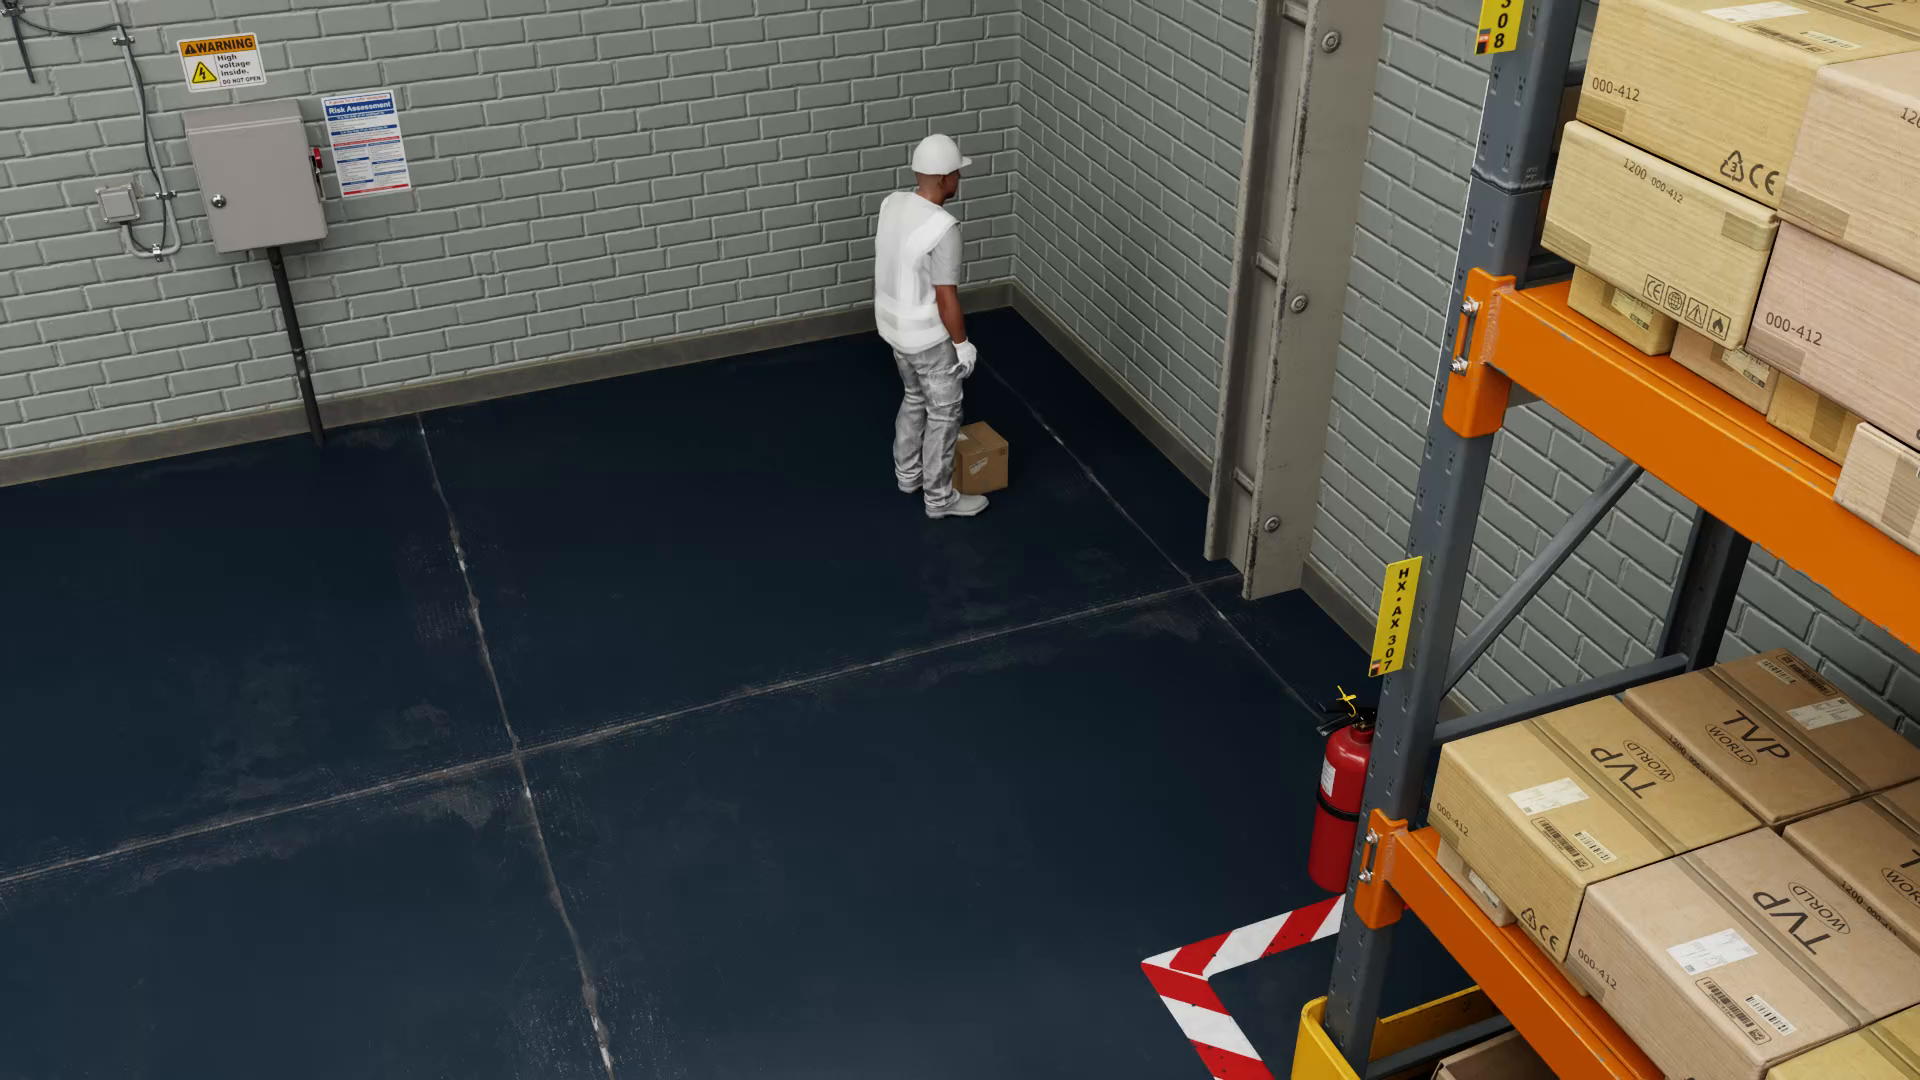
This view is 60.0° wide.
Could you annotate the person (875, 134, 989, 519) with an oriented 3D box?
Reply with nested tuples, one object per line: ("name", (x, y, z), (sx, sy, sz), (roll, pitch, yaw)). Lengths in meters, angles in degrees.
("person", (-0.142, -0.972, 7.616), (0.449, 1.774, 0.628), (-18, 37, -25))
